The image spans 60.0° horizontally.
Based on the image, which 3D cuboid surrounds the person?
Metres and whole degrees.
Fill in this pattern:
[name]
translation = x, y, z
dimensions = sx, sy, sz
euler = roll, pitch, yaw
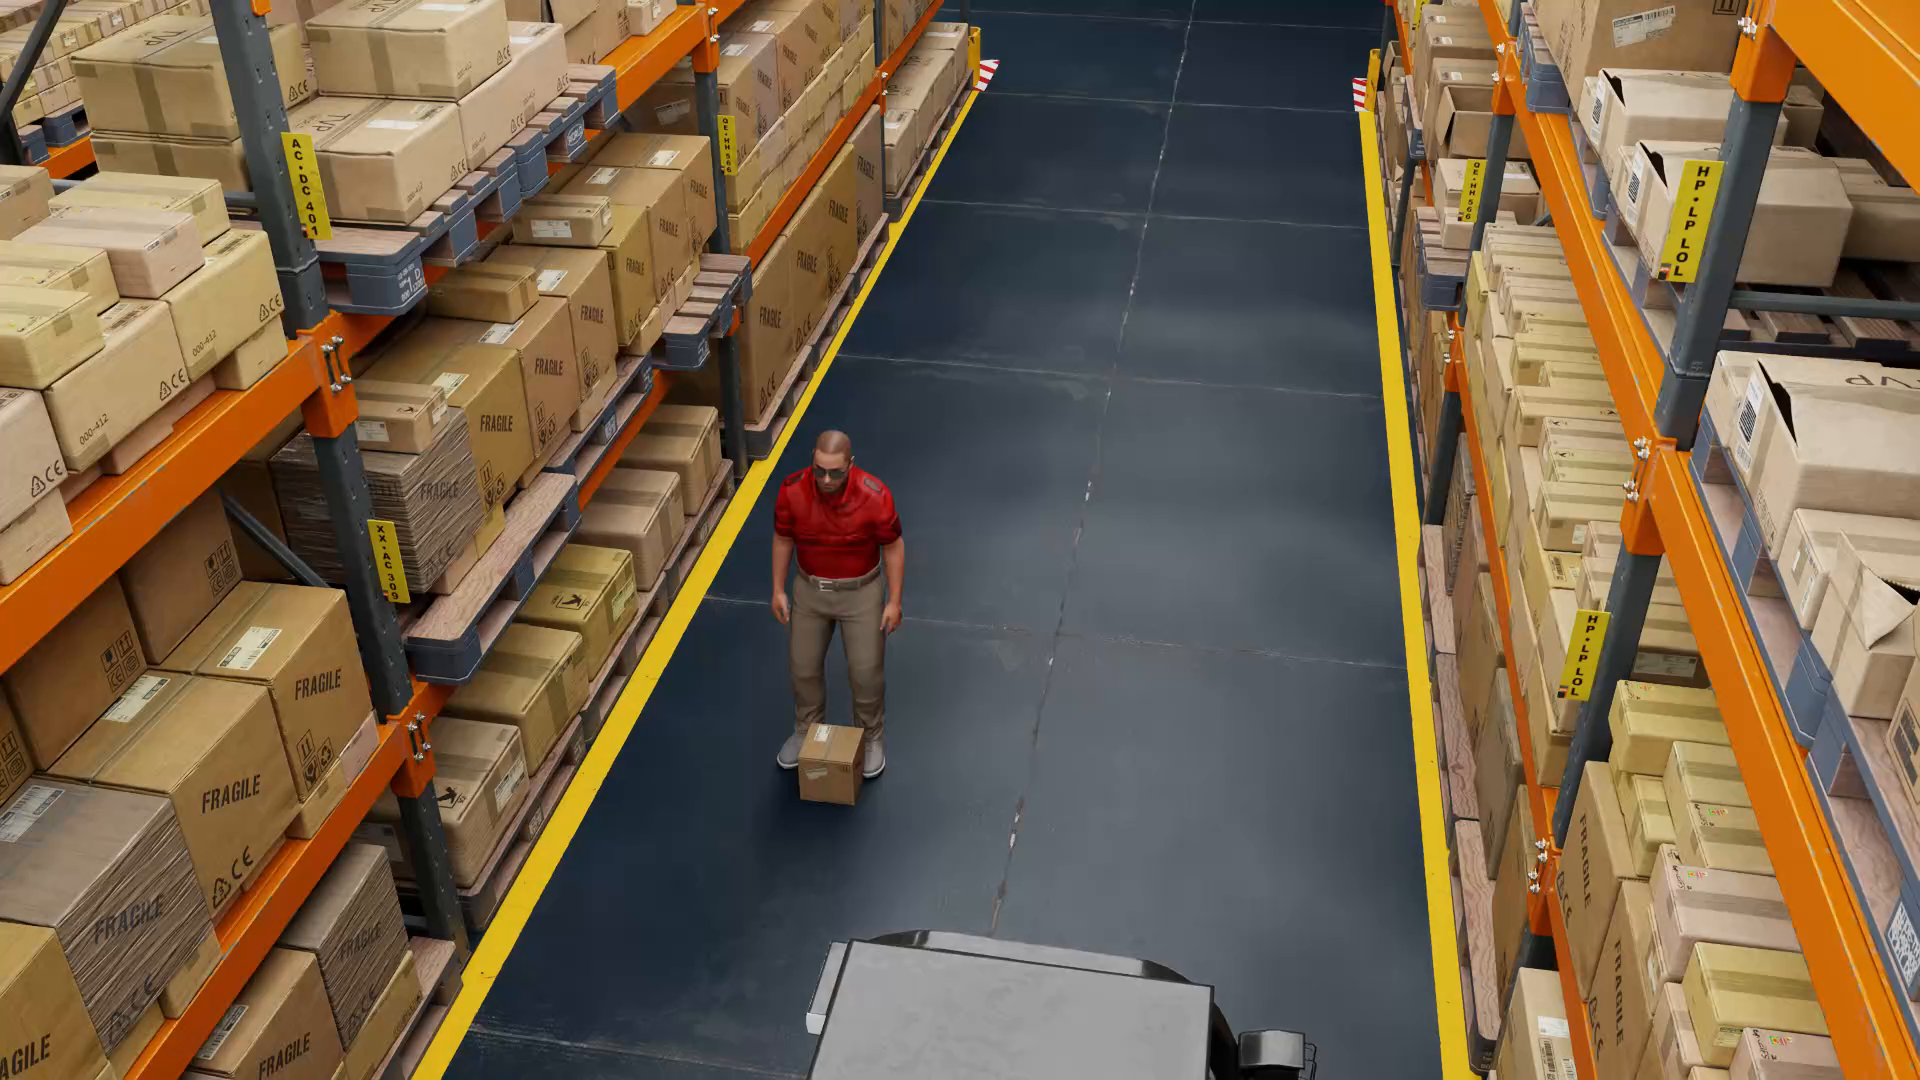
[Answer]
[person]
translation = -0.541, 0.258, 7.354
dimensions = 0.593, 1.726, 0.395
euler = 5, 32, 7
